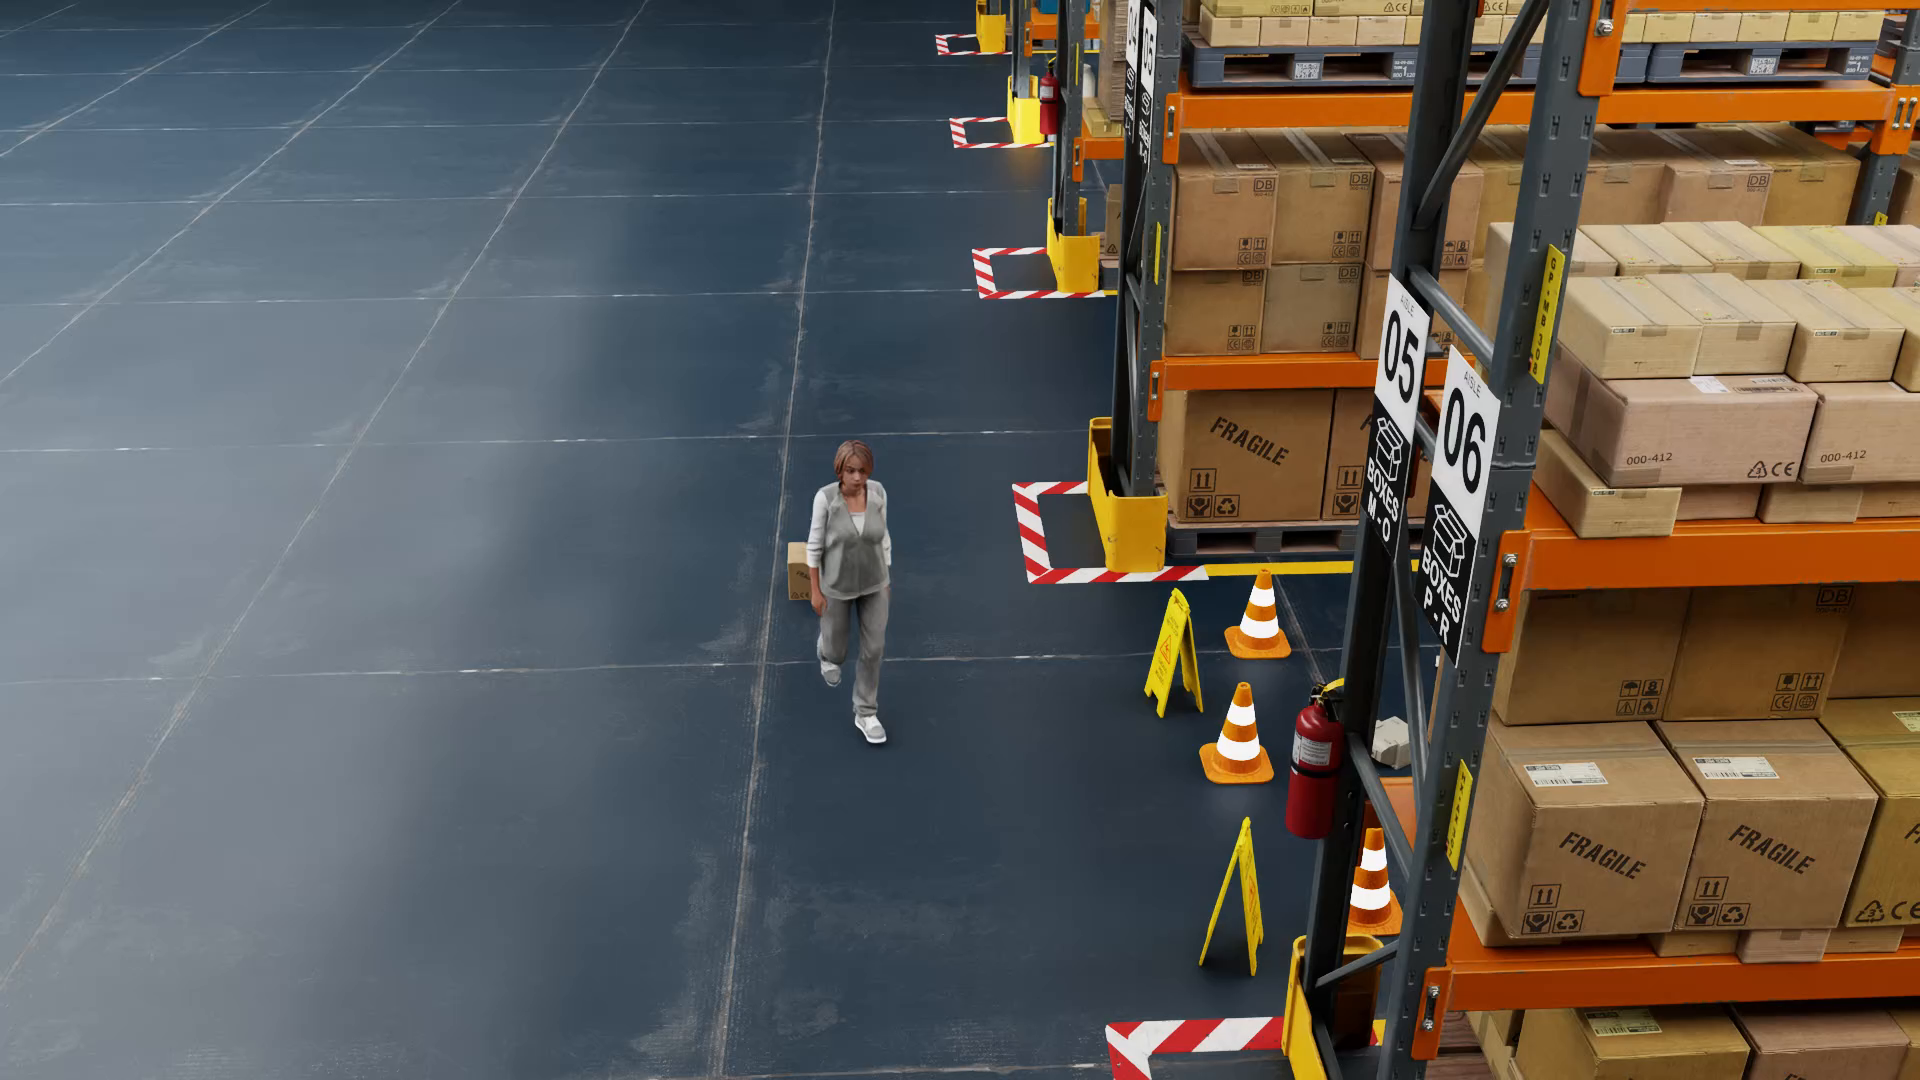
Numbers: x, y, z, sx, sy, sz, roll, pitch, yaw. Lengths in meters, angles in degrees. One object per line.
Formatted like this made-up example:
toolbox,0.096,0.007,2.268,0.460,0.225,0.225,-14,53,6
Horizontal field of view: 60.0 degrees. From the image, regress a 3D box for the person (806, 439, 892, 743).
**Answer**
person,-0.555,0.200,8.217,0.424,1.578,0.666,-9,29,-17
